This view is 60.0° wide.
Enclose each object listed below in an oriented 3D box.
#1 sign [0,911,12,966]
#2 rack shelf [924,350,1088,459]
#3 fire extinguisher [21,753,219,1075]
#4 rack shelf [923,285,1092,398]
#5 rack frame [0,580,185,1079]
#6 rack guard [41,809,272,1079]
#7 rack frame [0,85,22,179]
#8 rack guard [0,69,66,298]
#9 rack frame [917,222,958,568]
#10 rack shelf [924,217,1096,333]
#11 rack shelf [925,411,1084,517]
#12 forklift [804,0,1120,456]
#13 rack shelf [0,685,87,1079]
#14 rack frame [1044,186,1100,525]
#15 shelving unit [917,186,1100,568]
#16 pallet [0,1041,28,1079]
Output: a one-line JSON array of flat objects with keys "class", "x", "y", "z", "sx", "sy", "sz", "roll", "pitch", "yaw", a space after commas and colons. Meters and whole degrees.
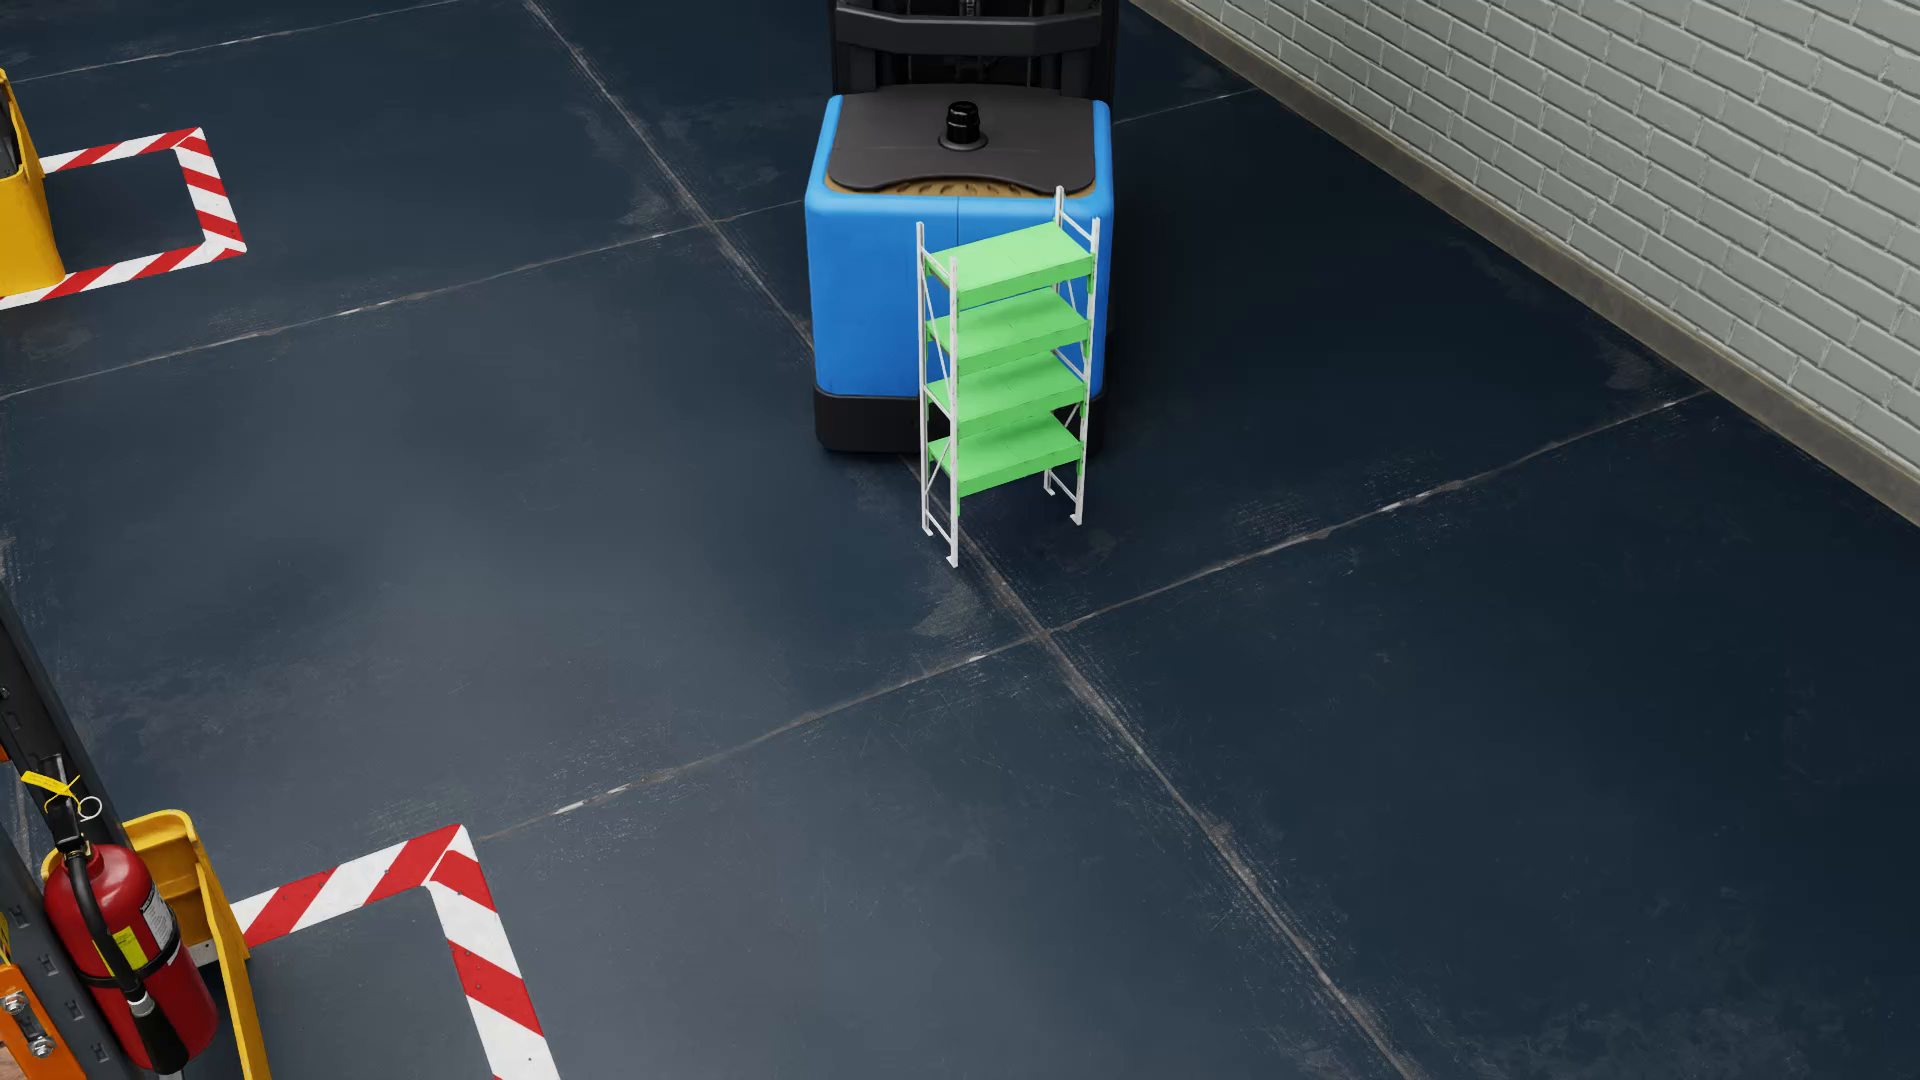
[{"class": "sign", "x": -1.580, "y": 0.547, "z": 2.655, "sx": 0.005, "sy": 0.325, "sz": 0.100, "roll": -19, "pitch": 44, "yaw": -21}, {"class": "rack shelf", "x": 0.147, "y": -0.459, "z": 5.462, "sx": 0.480, "sy": 0.148, "sz": 0.258, "roll": -19, "pitch": 44, "yaw": -21}, {"class": "fire extinguisher", "x": -1.505, "y": 0.687, "z": 2.966, "sx": 0.183, "sy": 0.674, "sz": 0.296, "roll": -19, "pitch": 44, "yaw": -21}, {"class": "rack shelf", "x": 0.147, "y": -0.642, "z": 5.307, "sx": 0.480, "sy": 0.148, "sz": 0.258, "roll": -19, "pitch": 44, "yaw": -21}, {"class": "rack frame", "x": -1.849, "y": 0.299, "z": 3.075, "sx": 0.127, "sy": 3.000, "sz": 1.000, "roll": -19, "pitch": 44, "yaw": -21}, {"class": "rack guard", "x": -1.834, "y": 1.239, "z": 3.899, "sx": 0.348, "sy": 0.500, "sz": 1.175, "roll": -19, "pitch": 44, "yaw": -21}, {"class": "rack frame", "x": -4.134, "y": -2.540, "z": 6.429, "sx": 0.127, "sy": 3.000, "sz": 1.000, "roll": -19, "pitch": 44, "yaw": -21}, {"class": "rack guard", "x": -4.201, "y": -1.563, "z": 7.210, "sx": 0.348, "sy": 0.500, "sz": 1.175, "roll": -19, "pitch": 44, "yaw": -21}, {"class": "rack frame", "x": -0.070, "y": -0.435, "z": 5.335, "sx": 0.015, "sy": 1.200, "sz": 0.240, "roll": -19, "pitch": 44, "yaw": -21}, {"class": "rack shelf", "x": 0.147, "y": -0.825, "z": 5.152, "sx": 0.480, "sy": 0.148, "sz": 0.258, "roll": -19, "pitch": 44, "yaw": -21}, {"class": "rack shelf", "x": 0.147, "y": -0.275, "z": 5.617, "sx": 0.480, "sy": 0.148, "sz": 0.258, "roll": -19, "pitch": 44, "yaw": -21}, {"class": "forklift", "x": 0.063, "y": -2.349, "z": 6.257, "sx": 1.130, "sy": 2.935, "sz": 3.031, "roll": 2, "pitch": 40, "yaw": 2}, {"class": "rack shelf", "x": -3.623, "y": 1.171, "z": 2.602, "sx": 4.000, "sy": 0.370, "sz": 1.077, "roll": -19, "pitch": 44, "yaw": -21}, {"class": "rack frame", "x": 0.363, "y": -0.580, "z": 5.507, "sx": 0.015, "sy": 1.200, "sz": 0.240, "roll": -19, "pitch": 44, "yaw": -21}, {"class": "shelving unit", "x": 0.147, "y": -0.507, "z": 5.421, "sx": 0.503, "sy": 1.200, "sz": 0.258, "roll": -19, "pitch": 44, "yaw": -21}, {"class": "pallet", "x": -2.598, "y": 1.588, "z": 3.711, "sx": 1.213, "sy": 0.211, "sz": 1.003, "roll": -19, "pitch": 44, "yaw": -21}]
